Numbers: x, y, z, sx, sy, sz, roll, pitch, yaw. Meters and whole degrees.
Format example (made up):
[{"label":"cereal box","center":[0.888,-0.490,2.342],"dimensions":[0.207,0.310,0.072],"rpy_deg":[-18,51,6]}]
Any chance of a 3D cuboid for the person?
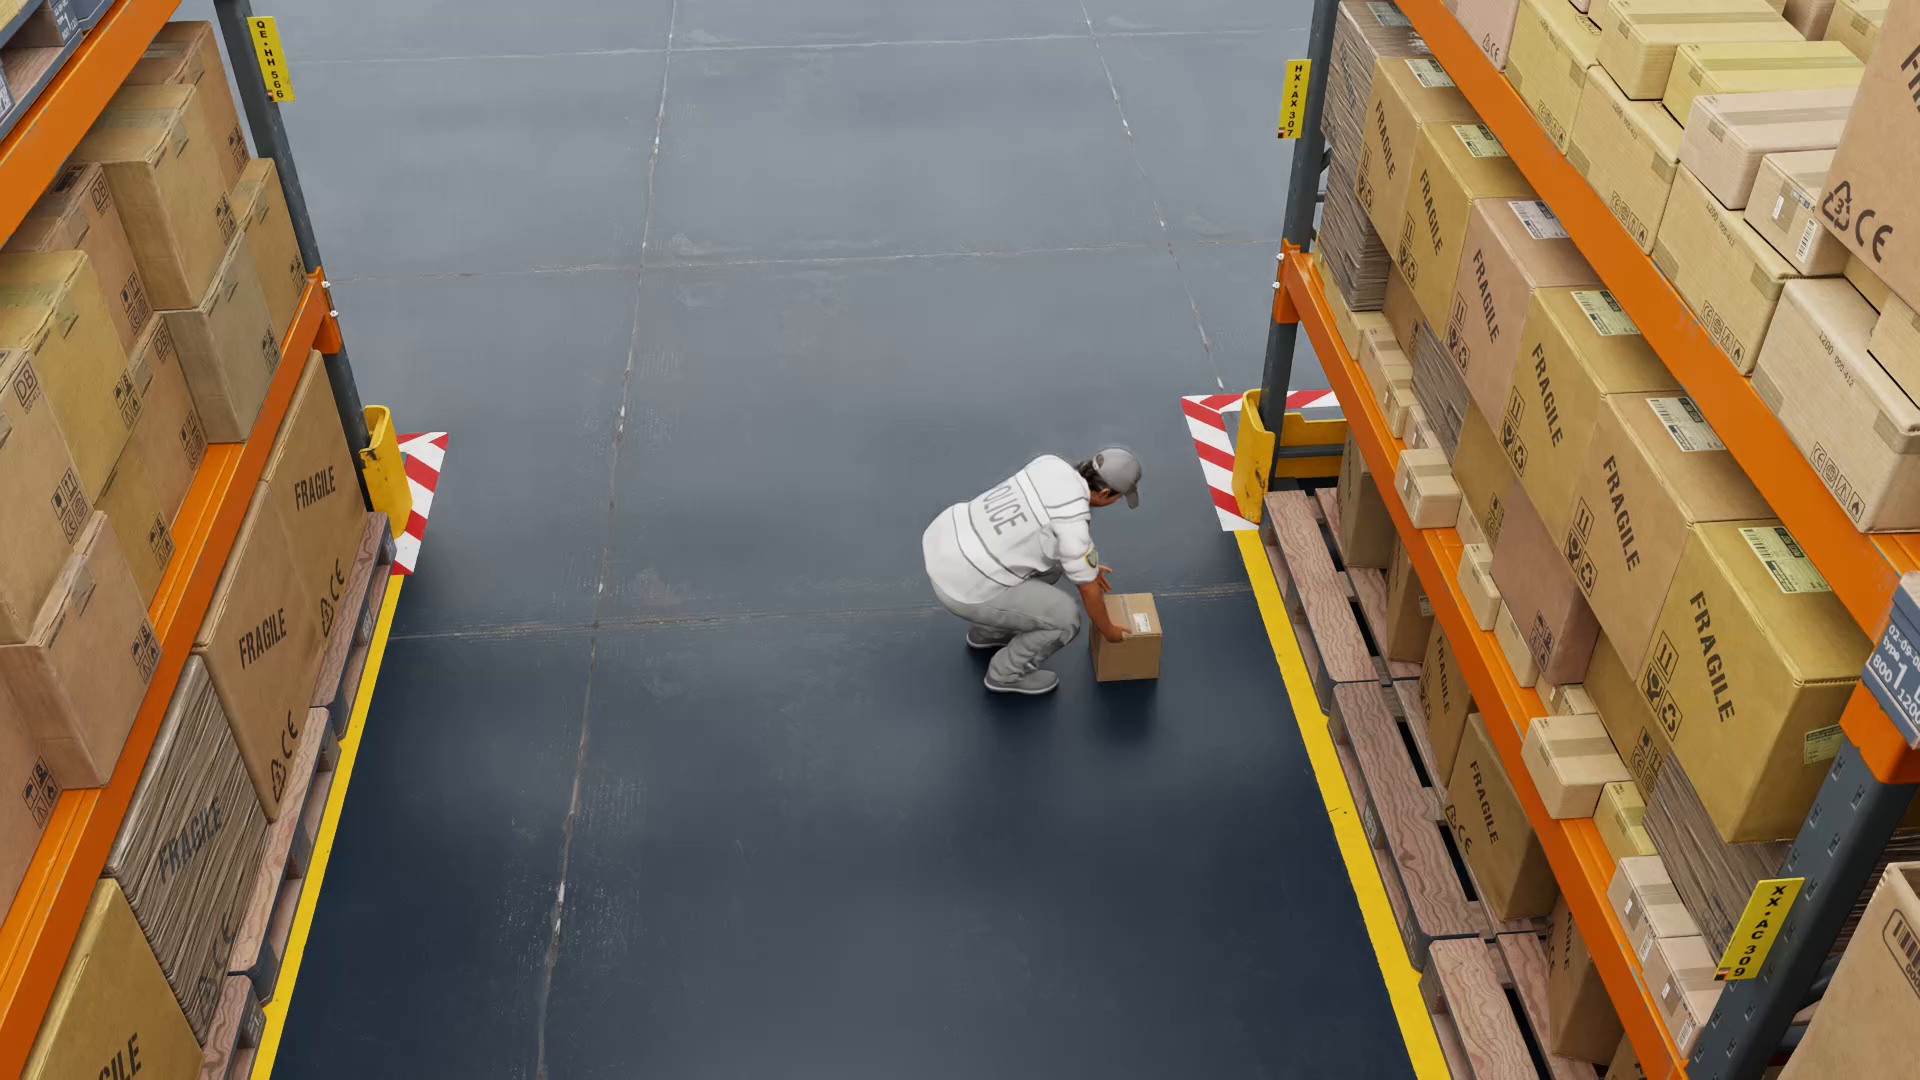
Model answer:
[{"label":"person","center":[0.278,0.100,6.548],"dimensions":[0.844,1.016,0.522],"rpy_deg":[-3,39,-4]}]
